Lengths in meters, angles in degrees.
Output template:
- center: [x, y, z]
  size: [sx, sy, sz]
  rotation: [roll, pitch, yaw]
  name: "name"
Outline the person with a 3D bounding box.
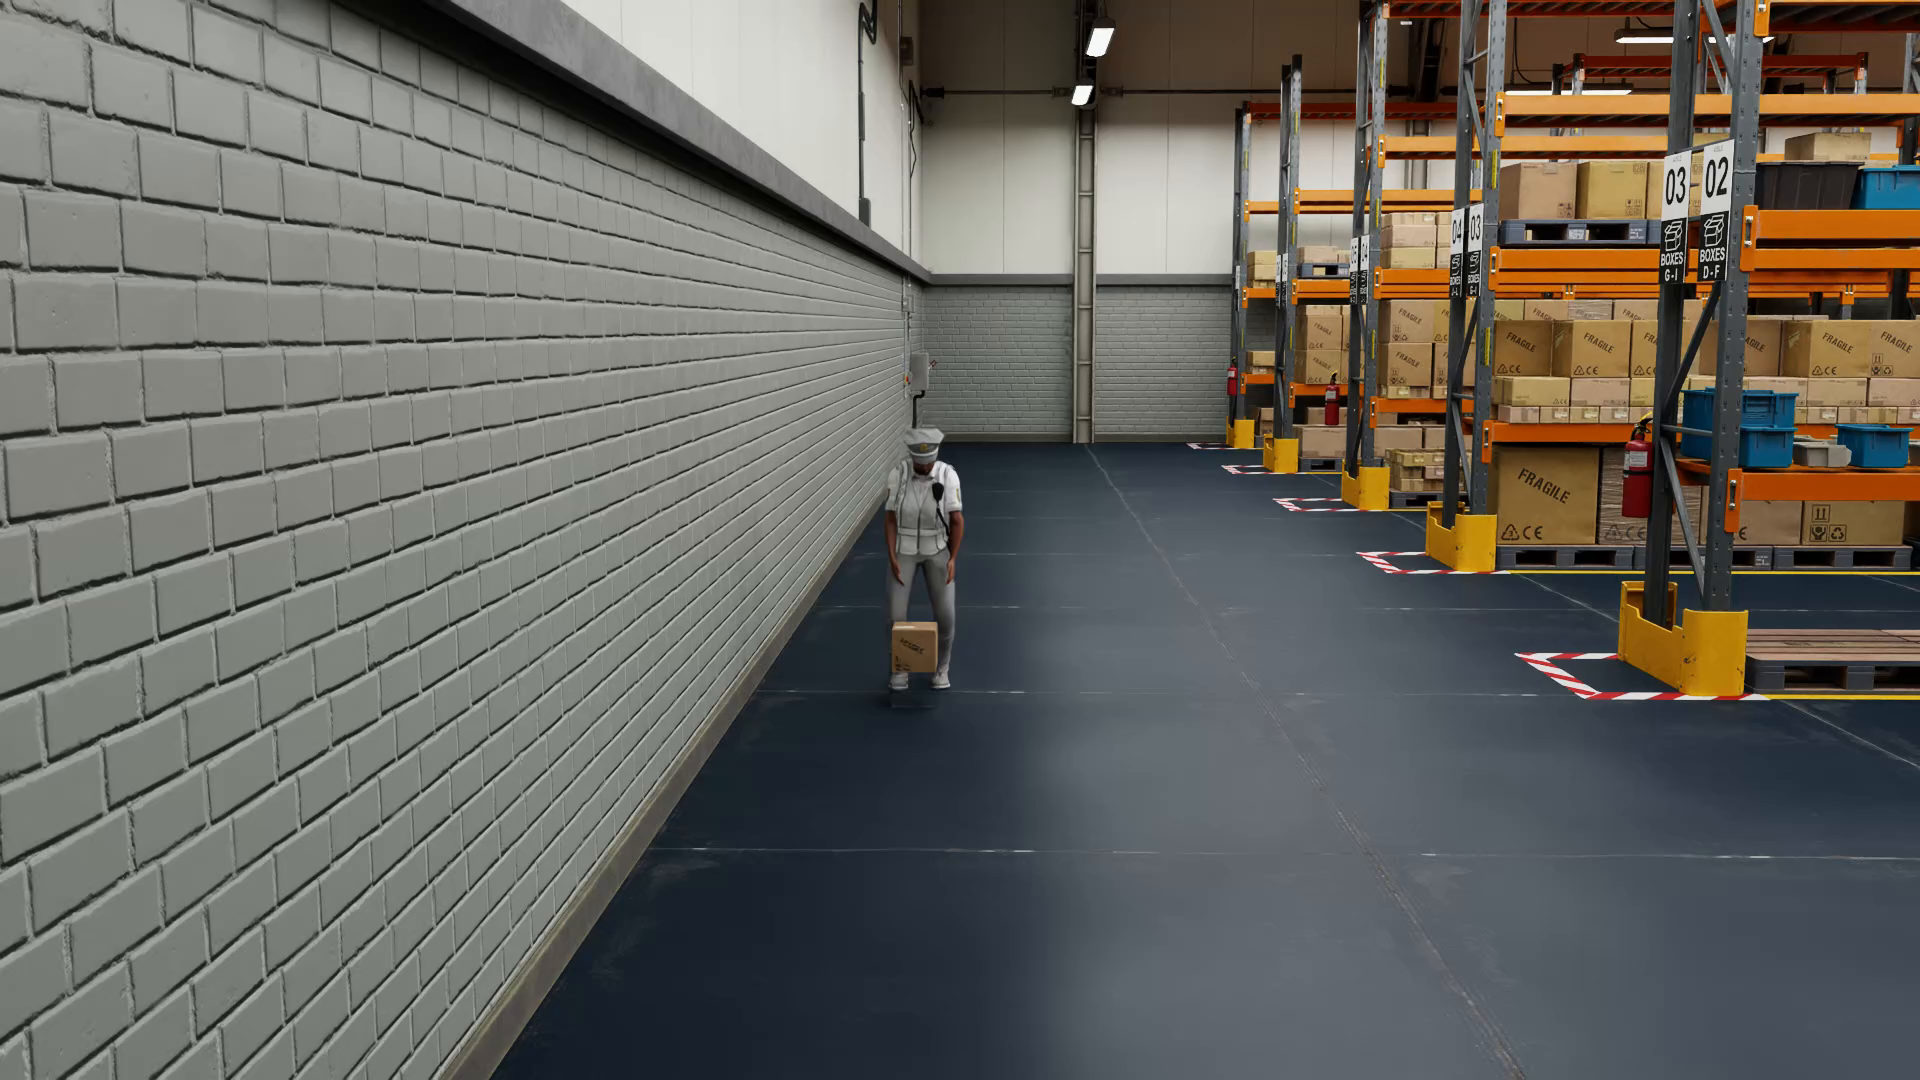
- center: [-0.212, 0.112, 9.901]
  size: [0.476, 1.563, 0.541]
  rotation: [0, 7, 2]
  name: "person"
